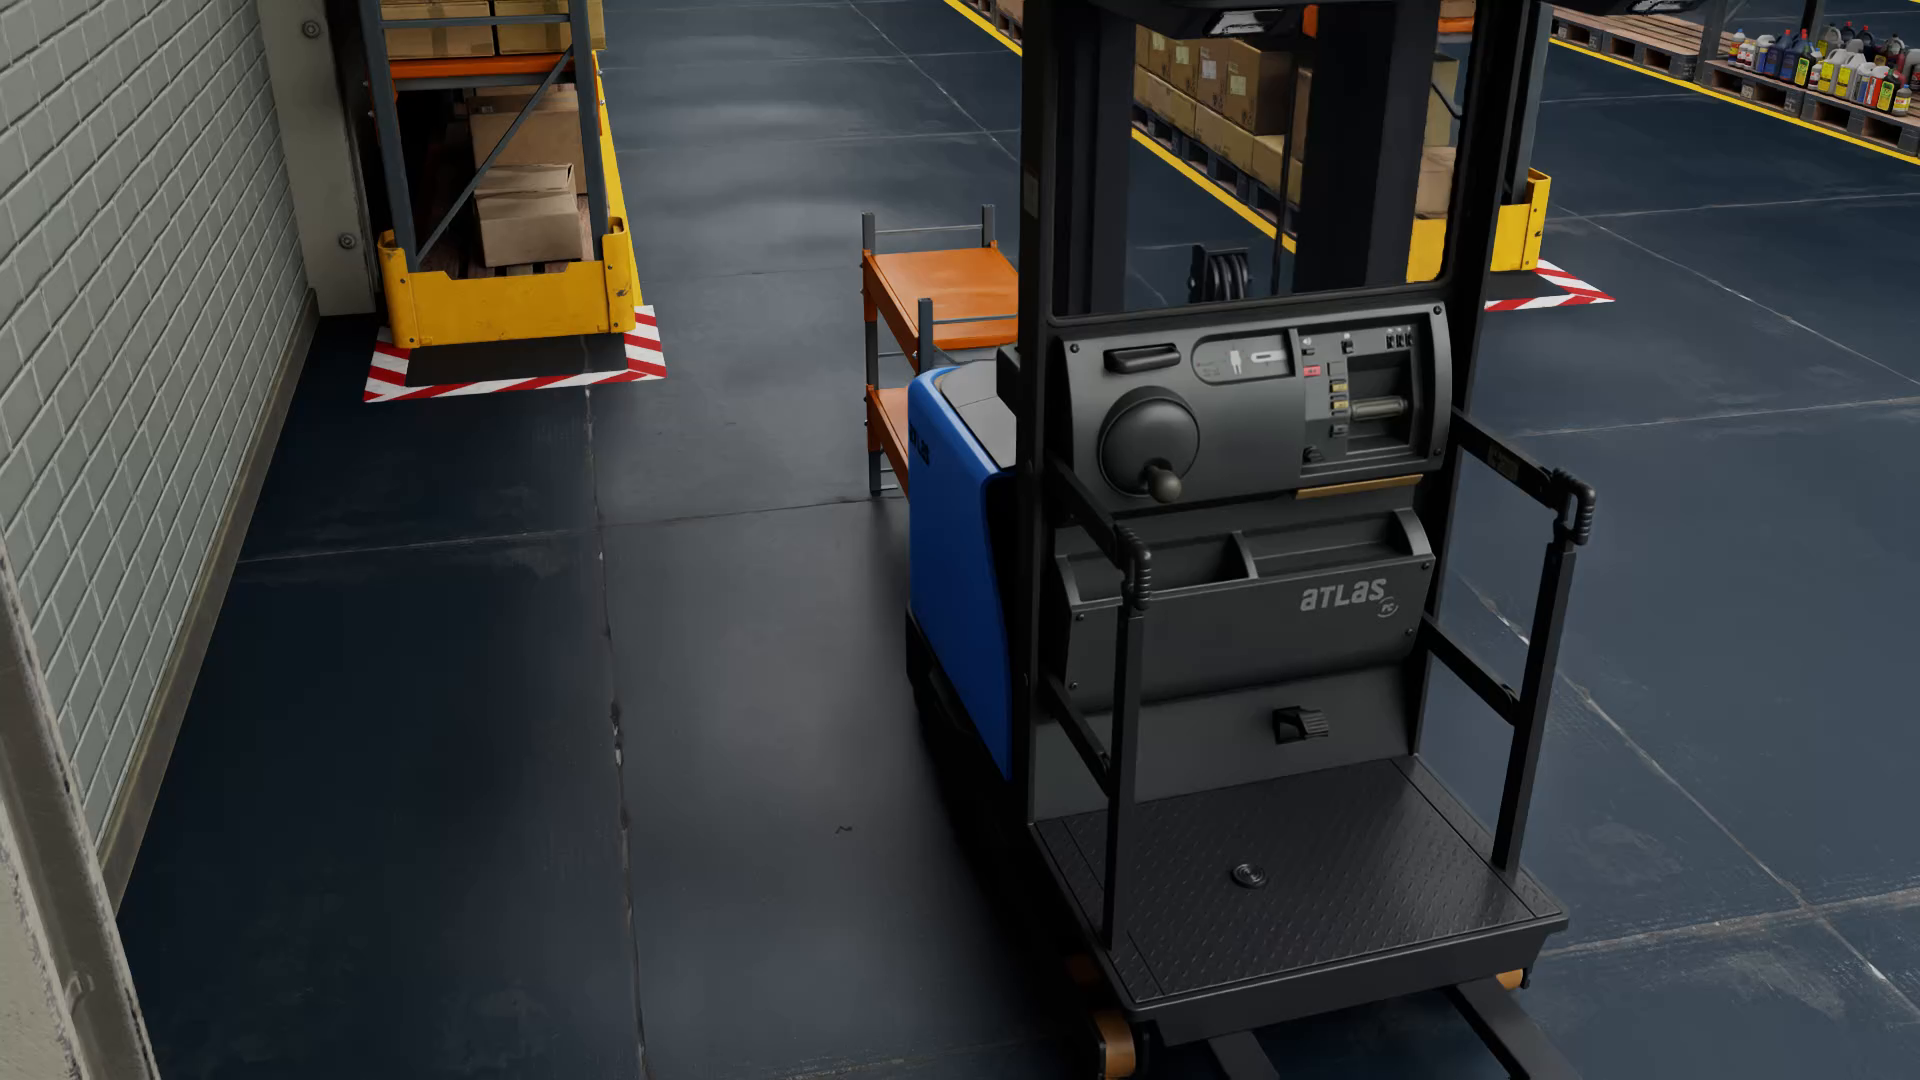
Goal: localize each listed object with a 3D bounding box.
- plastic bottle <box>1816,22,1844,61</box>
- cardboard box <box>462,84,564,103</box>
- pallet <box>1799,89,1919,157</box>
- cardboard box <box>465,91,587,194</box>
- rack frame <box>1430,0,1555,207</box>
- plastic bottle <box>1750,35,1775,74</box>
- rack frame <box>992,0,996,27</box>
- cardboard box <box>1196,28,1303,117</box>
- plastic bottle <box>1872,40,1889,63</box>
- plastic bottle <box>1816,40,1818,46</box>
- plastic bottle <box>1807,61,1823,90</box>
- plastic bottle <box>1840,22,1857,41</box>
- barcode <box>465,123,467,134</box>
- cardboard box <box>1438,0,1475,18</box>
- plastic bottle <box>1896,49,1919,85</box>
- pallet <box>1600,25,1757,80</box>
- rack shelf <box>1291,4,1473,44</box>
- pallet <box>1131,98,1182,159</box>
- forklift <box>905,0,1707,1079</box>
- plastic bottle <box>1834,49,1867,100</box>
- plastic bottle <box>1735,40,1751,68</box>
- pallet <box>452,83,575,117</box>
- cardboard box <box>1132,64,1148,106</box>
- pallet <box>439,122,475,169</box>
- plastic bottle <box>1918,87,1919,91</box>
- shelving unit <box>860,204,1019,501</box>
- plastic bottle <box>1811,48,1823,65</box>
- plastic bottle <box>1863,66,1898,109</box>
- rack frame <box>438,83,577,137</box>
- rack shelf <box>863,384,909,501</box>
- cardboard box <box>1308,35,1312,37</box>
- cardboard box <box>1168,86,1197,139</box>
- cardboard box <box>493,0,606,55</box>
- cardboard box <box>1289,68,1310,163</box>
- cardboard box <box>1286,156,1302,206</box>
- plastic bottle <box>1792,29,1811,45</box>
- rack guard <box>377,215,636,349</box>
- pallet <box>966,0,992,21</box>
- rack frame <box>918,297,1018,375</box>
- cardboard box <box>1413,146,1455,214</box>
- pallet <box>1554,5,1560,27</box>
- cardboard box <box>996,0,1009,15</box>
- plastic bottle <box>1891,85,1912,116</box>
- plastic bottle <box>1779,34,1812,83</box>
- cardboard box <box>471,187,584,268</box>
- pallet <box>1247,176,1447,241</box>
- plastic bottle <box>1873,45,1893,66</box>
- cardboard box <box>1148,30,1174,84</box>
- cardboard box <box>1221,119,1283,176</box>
[{"bbox_3d":[6.826,-3.874,13.049,0.144,0.351,0.185,-6,27,-12],"label":"plastic bottle"},{"bbox_3d":[-3.294,-3.525,12.190,0.700,0.500,0.500,-5,27,-10],"label":"cardboard box"},{"bbox_3d":[6.929,-3.048,12.055,1.003,0.211,1.213,-6,27,-12],"label":"pallet"},{"bbox_3d":[-2.524,-2.337,9.838,0.700,0.500,0.500,-8,28,-15],"label":"cardboard box"},{"bbox_3d":[2.615,-2.871,8.610,1.000,3.000,0.127,-6,27,-12],"label":"rack frame"},{"bbox_3d":[6.284,-3.786,12.956,0.152,0.276,0.135,-5,27,-10],"label":"plastic bottle"},{"bbox_3d":[0.812,-6.383,15.568,1.000,3.000,0.127,-6,27,-12],"label":"rack frame"},{"bbox_3d":[1.853,-3.028,10.674,0.500,0.500,0.500,-6,27,-12],"label":"cardboard box"},{"bbox_3d":[7.087,-3.707,12.793,0.061,0.283,0.133,-4,27,-8],"label":"plastic bottle"},{"bbox_3d":[6.926,-3.948,13.361,0.097,0.201,0.097,0,27,0],"label":"plastic bottle"},{"bbox_3d":[6.401,-3.470,12.413,0.097,0.201,0.097,0,27,0],"label":"plastic bottle"},{"bbox_3d":[6.966,-3.889,13.078,0.144,0.351,0.185,-7,28,-13],"label":"plastic bottle"},{"bbox_3d":[-3.213,-2.674,10.816,0.001,0.075,0.075,-6,27,-12],"label":"barcode"},{"bbox_3d":[2.522,-3.122,8.996,0.700,0.500,0.500,-6,27,-12],"label":"cardboard box"},{"bbox_3d":[7.115,-3.558,12.504,0.152,0.276,0.135,-5,27,-11],"label":"plastic bottle"},{"bbox_3d":[6.325,-4.225,14.386,1.003,0.211,1.213,-6,27,-12],"label":"pallet"},{"bbox_3d":[2.164,-3.428,10.511,1.077,0.370,4.000,-6,27,-12],"label":"rack shelf"},{"bbox_3d":[1.852,-3.029,12.017,1.003,0.211,1.213,-6,27,-12],"label":"pallet"},{"bbox_3d":[0.738,-0.273,3.538,1.130,2.935,3.031,-8,28,-15],"label":"forklift"},{"bbox_3d":[6.498,-3.395,12.099,0.144,0.351,0.185,-5,27,-9],"label":"plastic bottle"},{"bbox_3d":[6.208,-3.847,13.160,0.097,0.201,0.097,0,27,0],"label":"plastic bottle"},{"bbox_3d":[-3.289,-3.219,12.394,1.003,0.211,1.213,-6,27,-12],"label":"pallet"},{"bbox_3d":[1.523,-3.353,12.149,0.500,0.250,0.500,-6,27,-12],"label":"cardboard box"},{"bbox_3d":[-2.926,-2.586,11.140,1.003,0.211,1.213,-6,27,-12],"label":"pallet"},{"bbox_3d":[7.191,-3.462,12.320,0.097,0.271,0.097,0,27,0],"label":"plastic bottle"},{"bbox_3d":[-0.002,-0.505,6.002,0.538,1.125,1.048,-6,27,-12],"label":"shelving unit"},{"bbox_3d":[6.430,-3.567,12.528,0.097,0.271,0.097,0,27,0],"label":"plastic bottle"},{"bbox_3d":[6.571,-3.228,11.851,0.152,0.276,0.135,-6,27,-11],"label":"plastic bottle"},{"bbox_3d":[-3.112,-4.123,11.089,1.000,3.000,0.127,-6,27,-12],"label":"rack frame"},{"bbox_3d":[-0.002,-0.287,6.113,0.538,0.278,1.000,-6,27,-12],"label":"rack shelf"},{"bbox_3d":[2.471,-2.862,10.344,0.500,0.500,0.500,-6,27,-12],"label":"cardboard box"},{"bbox_3d":[1.738,-2.913,11.277,0.500,0.250,0.500,-6,27,-12],"label":"cardboard box"},{"bbox_3d":[-2.011,-2.555,8.127,0.500,0.250,0.500,-7,28,-13],"label":"cardboard box"},{"bbox_3d":[2.204,-2.371,9.372,0.500,0.500,0.500,-6,27,-12],"label":"cardboard box"},{"bbox_3d":[2.206,-2.037,9.542,0.500,0.250,0.500,-6,27,-12],"label":"cardboard box"},{"bbox_3d":[6.458,-3.761,12.823,0.144,0.351,0.185,-6,27,-12],"label":"plastic bottle"},{"bbox_3d":[-2.228,-1.284,8.239,1.175,0.500,0.348,-6,27,-12],"label":"rack guard"},{"bbox_3d":[0.681,-5.470,16.853,1.003,0.211,1.213,-6,27,-12],"label":"pallet"},{"bbox_3d":[0.113,-0.282,5.560,0.500,1.125,0.032,-6,27,-12],"label":"rack frame"},{"bbox_3d":[2.711,-2.089,9.646,0.500,0.250,0.500,-6,27,-12],"label":"cardboard box"},{"bbox_3d":[5.775,-5.296,16.508,1.003,0.211,1.213,-6,27,-12],"label":"pallet"},{"bbox_3d":[0.644,-5.083,15.578,0.500,0.250,0.500,-6,27,-12],"label":"cardboard box"},{"bbox_3d":[6.601,-3.082,11.644,0.097,0.201,0.097,0,27,0],"label":"plastic bottle"},{"bbox_3d":[6.360,-3.663,12.630,0.144,0.351,0.185,-7,28,-14],"label":"plastic bottle"},{"bbox_3d":[-2.279,-1.676,8.736,0.500,0.311,0.500,-9,28,-17],"label":"cardboard box"},{"bbox_3d":[2.402,-1.958,9.895,1.003,0.211,1.213,-6,27,-12],"label":"pallet"},{"bbox_3d":[6.988,-3.611,12.602,0.061,0.283,0.133,-6,27,-12],"label":"plastic bottle"},{"bbox_3d":[1.633,-3.468,11.545,0.500,0.500,0.500,-6,27,-12],"label":"cardboard box"},{"bbox_3d":[1.967,-2.474,10.409,0.500,0.250,0.500,-6,27,-12],"label":"cardboard box"}]
